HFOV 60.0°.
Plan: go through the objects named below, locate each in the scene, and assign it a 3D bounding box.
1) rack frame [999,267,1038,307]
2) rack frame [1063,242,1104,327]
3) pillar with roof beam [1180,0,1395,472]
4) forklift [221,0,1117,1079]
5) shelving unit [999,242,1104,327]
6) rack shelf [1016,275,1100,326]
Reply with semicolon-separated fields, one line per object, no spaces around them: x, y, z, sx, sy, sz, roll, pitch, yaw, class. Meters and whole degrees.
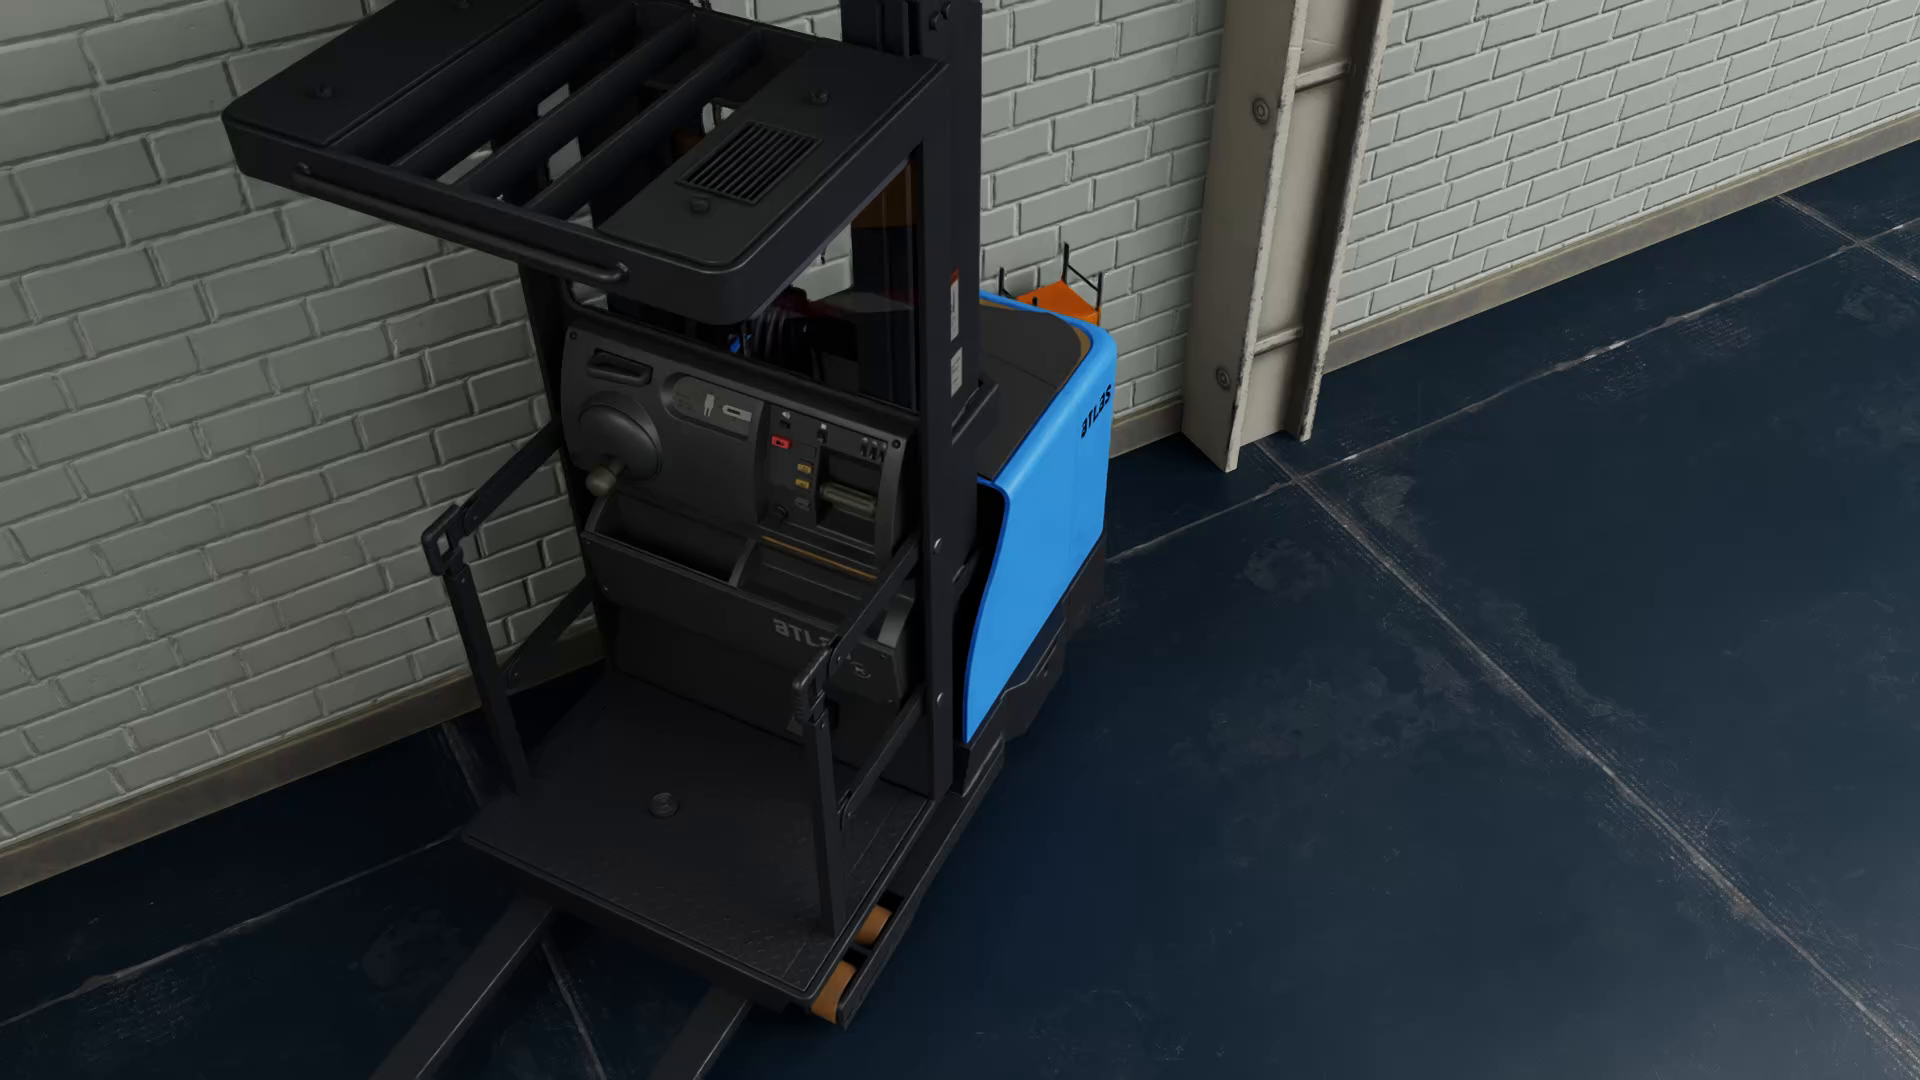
0.176;-0.403;5.411;0.008;1.050;0.200;-24;49;-23;rack frame
0.382;-0.495;5.506;0.008;1.050;0.200;-24;49;-23;rack frame
3.196;-1.033;0.353;0.400;9.000;9.100;-22;48;-21;pillar with roof beam
-0.640;-0.130;3.779;1.130;2.935;3.031;19;47;19;forklift
0.279;-0.449;5.458;0.252;1.050;0.215;-24;49;-23;shelving unit
0.280;-0.645;5.268;0.240;0.259;0.215;-24;49;-23;rack shelf
